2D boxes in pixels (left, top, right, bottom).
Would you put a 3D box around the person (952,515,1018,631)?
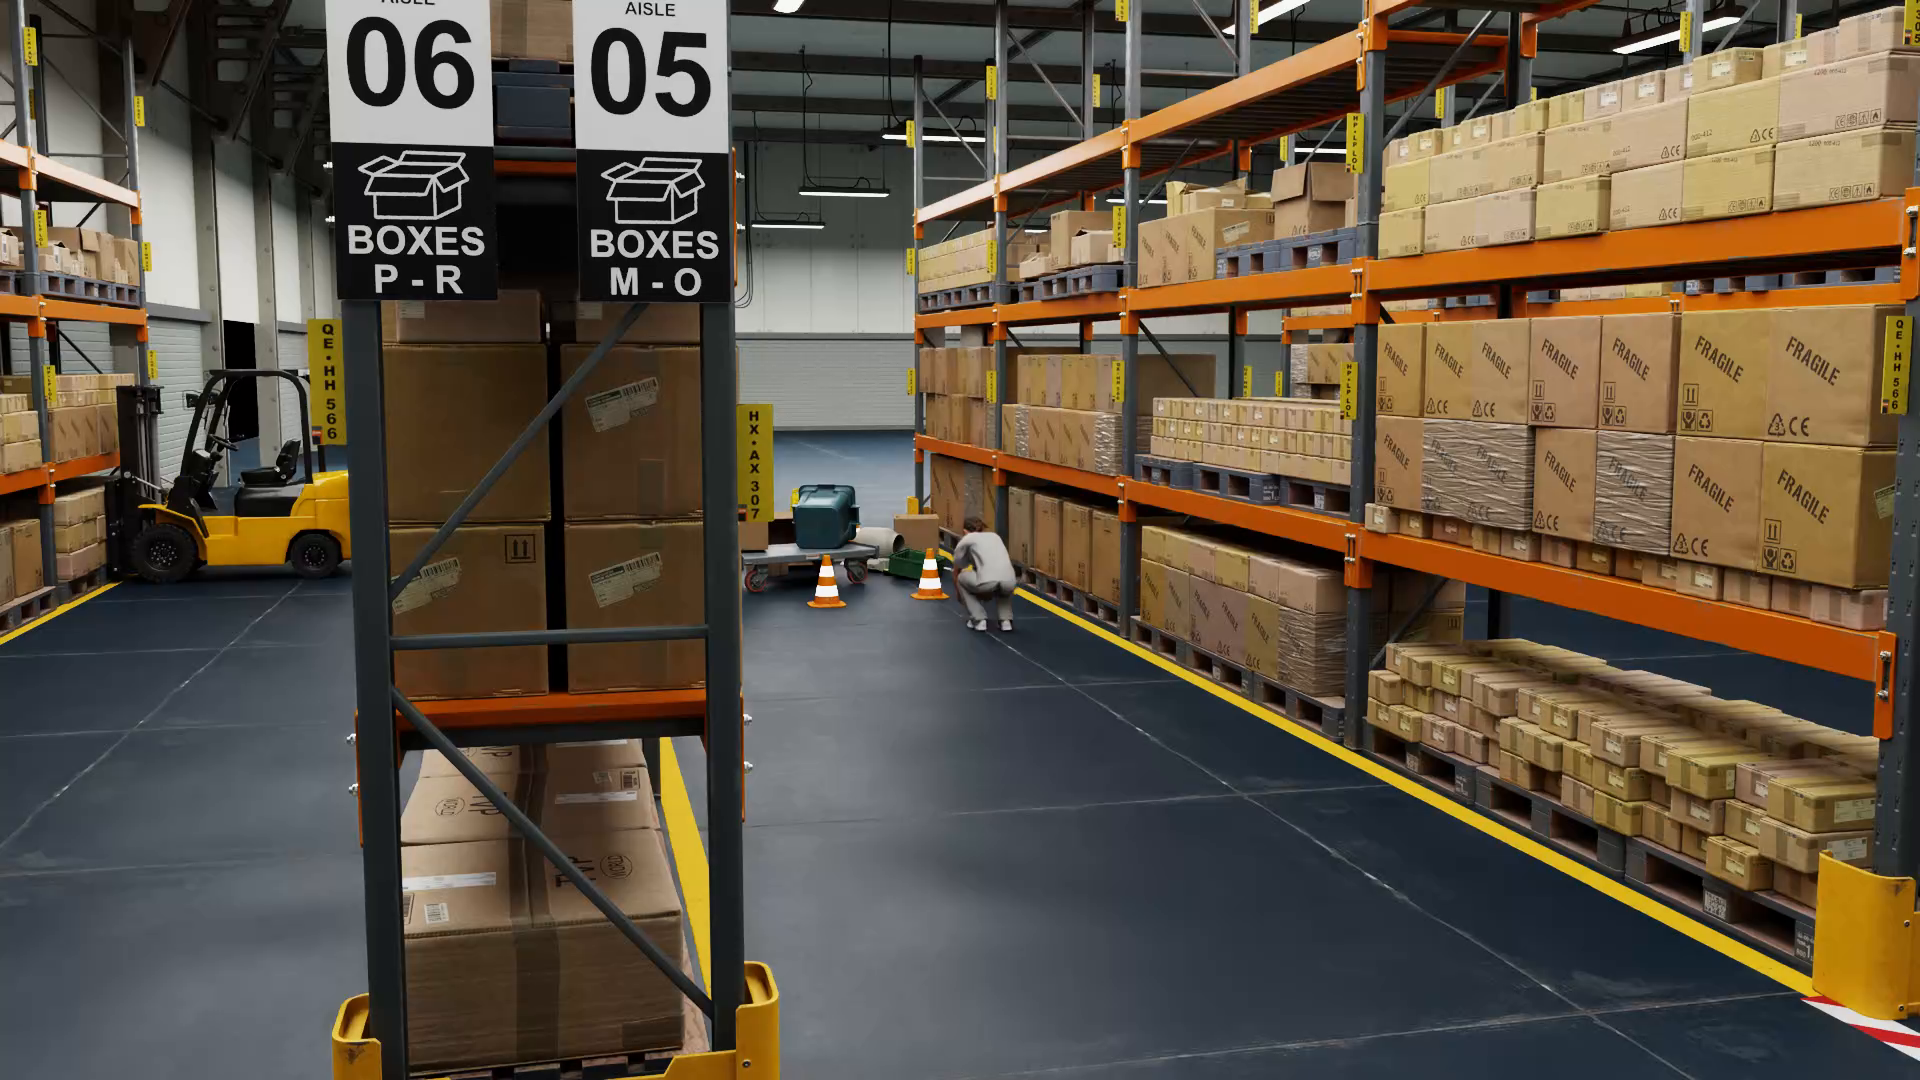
[{"bbox_3d":[0.206,0.277,14.054,0.491,0.934,0.809,-2,6,-14],"label":"person"}]
